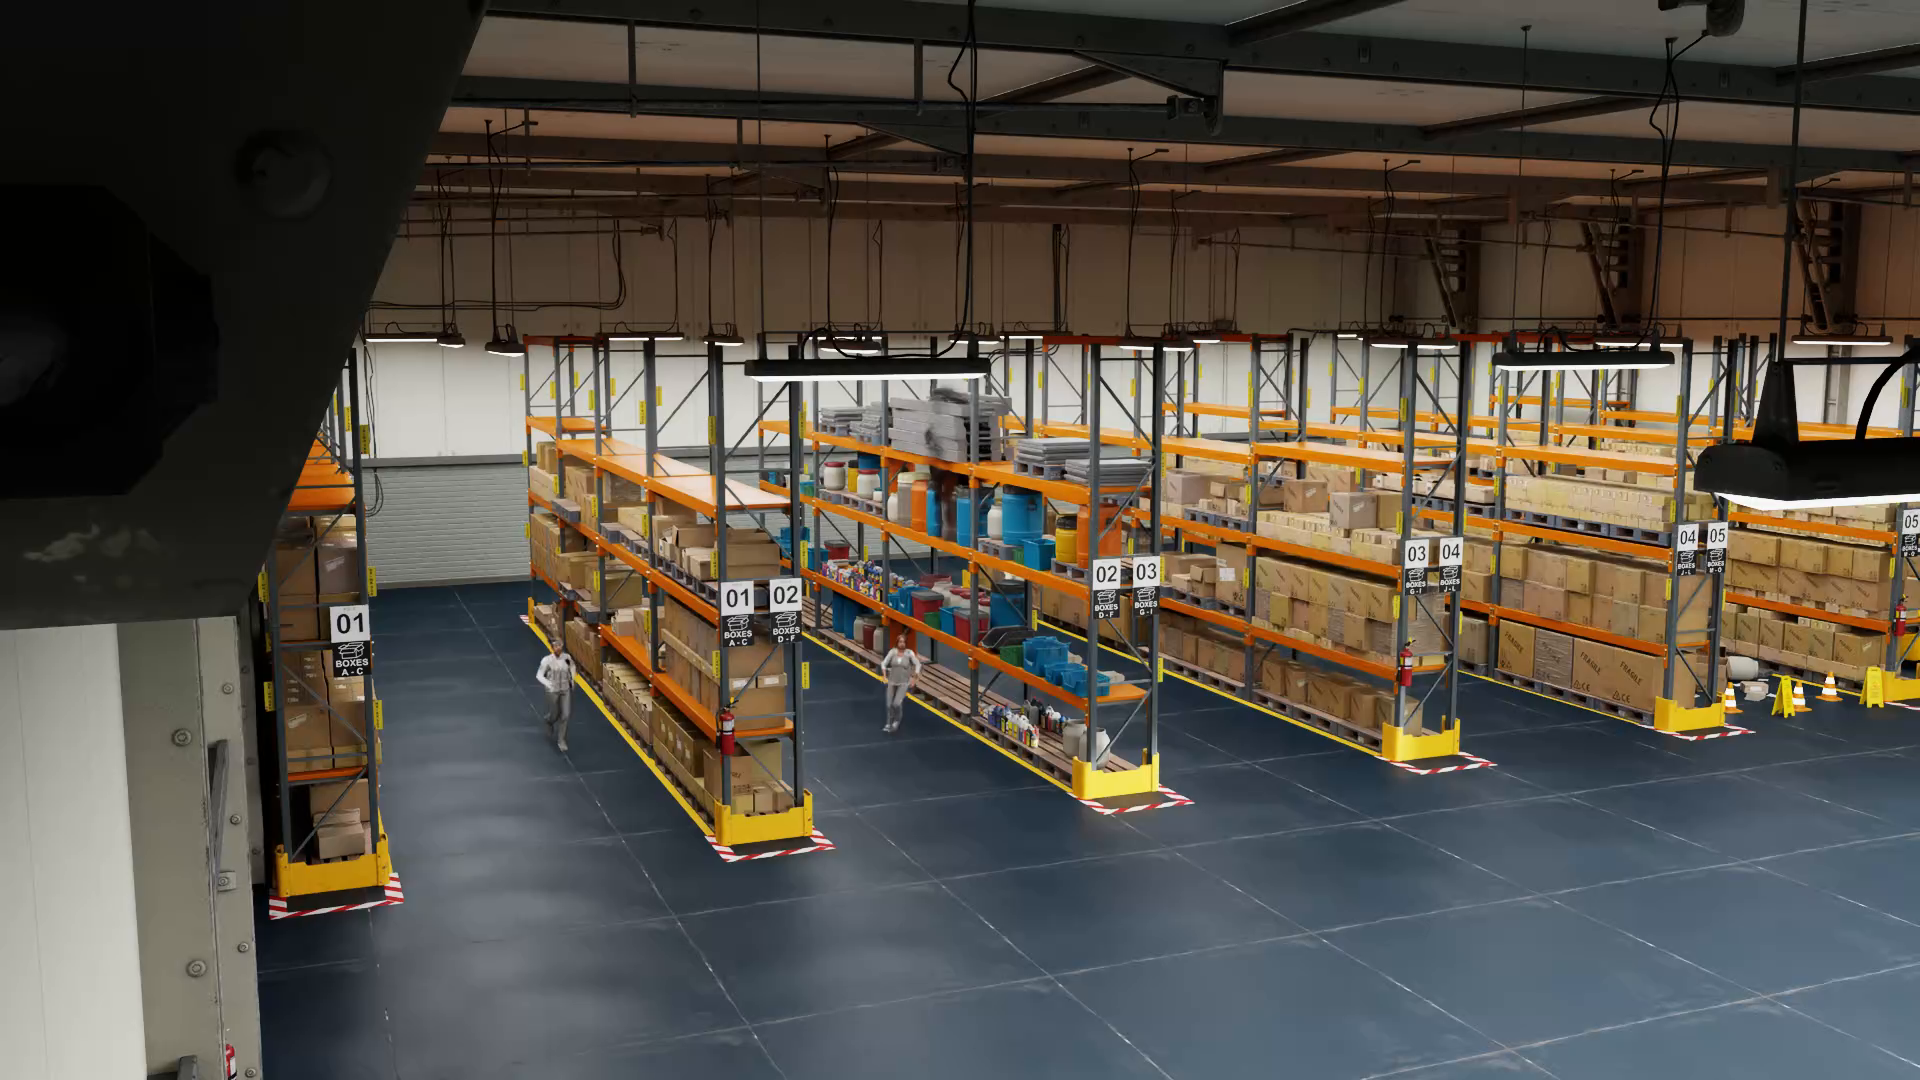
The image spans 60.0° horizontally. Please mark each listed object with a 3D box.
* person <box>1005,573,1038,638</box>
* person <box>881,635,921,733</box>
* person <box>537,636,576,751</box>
[{"bbox_3d":[1.218,1.084,33.071,0.714,1.733,0.791,-4,9,-27],"label":"person"},{"bbox_3d":[-0.929,2.197,25.334,0.599,1.536,0.534,2,8,14],"label":"person"},{"bbox_3d":[-5.986,2.247,24.746,0.627,1.698,0.761,-4,9,-29],"label":"person"}]
